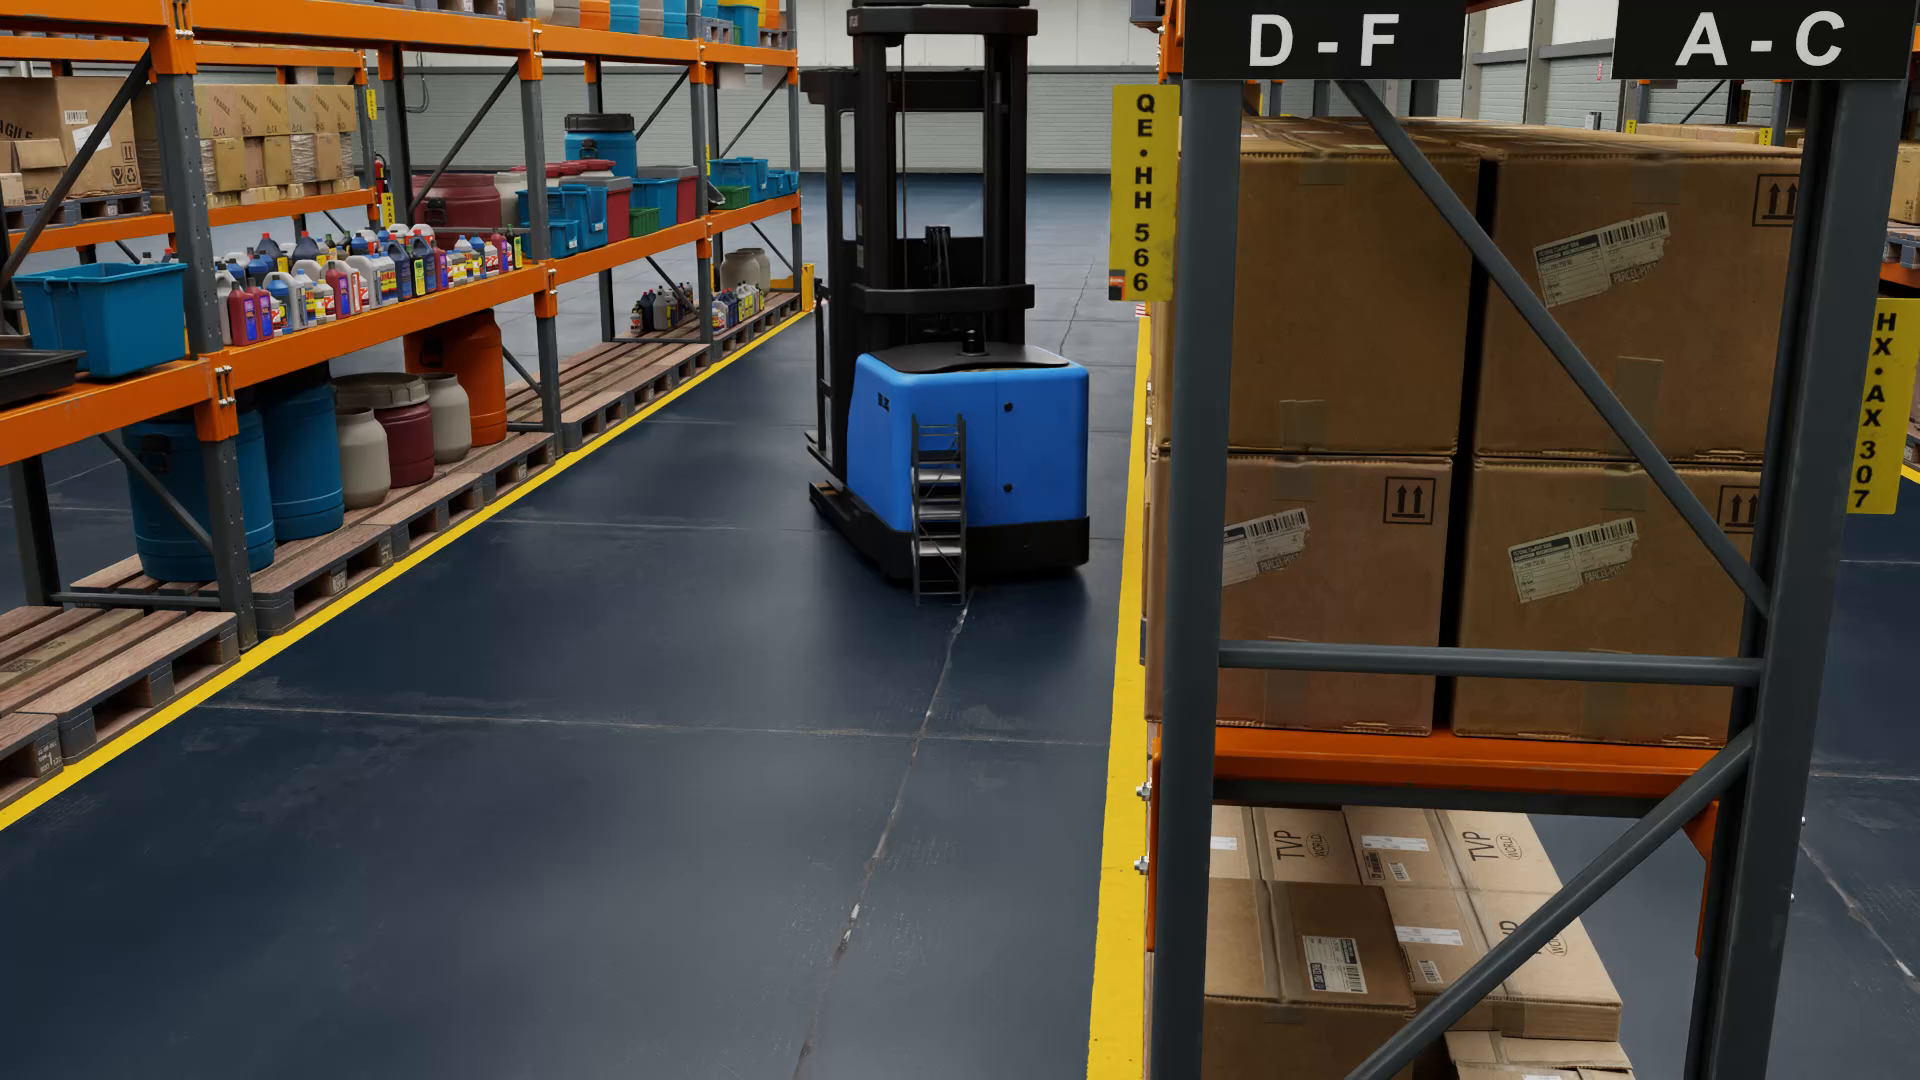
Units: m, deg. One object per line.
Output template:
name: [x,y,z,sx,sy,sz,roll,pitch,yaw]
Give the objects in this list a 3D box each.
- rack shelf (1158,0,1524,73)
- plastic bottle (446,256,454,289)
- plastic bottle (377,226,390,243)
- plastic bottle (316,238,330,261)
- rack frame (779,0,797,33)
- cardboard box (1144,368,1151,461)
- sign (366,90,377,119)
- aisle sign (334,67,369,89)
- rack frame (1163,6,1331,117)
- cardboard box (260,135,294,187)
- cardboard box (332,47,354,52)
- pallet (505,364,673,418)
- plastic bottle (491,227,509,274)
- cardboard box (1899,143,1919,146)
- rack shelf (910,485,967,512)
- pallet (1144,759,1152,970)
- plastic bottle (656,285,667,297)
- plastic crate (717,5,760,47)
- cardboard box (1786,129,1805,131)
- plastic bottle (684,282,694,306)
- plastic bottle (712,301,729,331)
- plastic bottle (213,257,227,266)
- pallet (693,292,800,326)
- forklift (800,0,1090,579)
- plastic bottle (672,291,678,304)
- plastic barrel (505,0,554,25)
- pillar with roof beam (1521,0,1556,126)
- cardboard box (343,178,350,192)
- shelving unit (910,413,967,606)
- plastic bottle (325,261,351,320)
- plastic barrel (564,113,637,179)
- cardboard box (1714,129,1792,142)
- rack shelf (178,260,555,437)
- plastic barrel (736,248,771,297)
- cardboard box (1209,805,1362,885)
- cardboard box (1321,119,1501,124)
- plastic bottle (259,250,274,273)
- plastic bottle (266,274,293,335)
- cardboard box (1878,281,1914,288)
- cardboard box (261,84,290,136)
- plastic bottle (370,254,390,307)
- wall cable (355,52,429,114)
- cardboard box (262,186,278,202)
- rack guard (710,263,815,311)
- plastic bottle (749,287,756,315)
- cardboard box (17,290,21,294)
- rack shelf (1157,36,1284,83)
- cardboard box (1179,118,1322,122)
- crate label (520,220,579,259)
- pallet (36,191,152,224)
rack shelf: [1.056,-1.416,4.282,1.077,0.370,4.000,2,15,6]
plastic bottle: [-2.944,-1.539,9.486,0.097,0.201,0.097,0,15,0]
plastic bottle: [-3.598,-1.824,10.407,0.097,0.271,0.097,0,15,0]
plastic bottle: [-3.692,-1.609,9.614,0.097,0.271,0.097,0,15,0]
rack frame: [-2.285,-6.989,17.768,1.000,3.000,0.127,2,15,6]
cardboard box: [1.398,-0.767,10.198,0.500,0.500,0.500,2,15,9]
sign: [-6.658,-4.929,18.819,0.100,0.325,0.005,2,15,6]
aisle sign: [-6.902,-5.501,18.778,0.394,0.787,0.004,2,15,6]
rack frame: [1.733,-1.871,10.335,1.000,3.000,0.127,2,15,6]
cardboard box: [-7.401,-3.898,17.069,0.875,0.500,0.500,2,15,6]
cardboard box: [-7.009,-5.482,18.229,0.500,0.250,0.500,2,15,8]
pallet: [-2.922,-1.187,13.148,1.003,0.211,1.213,2,15,6]
plastic bottle: [-2.836,-1.784,10.237,0.061,0.283,0.133,2,15,6]
cardboard box: [6.902,-2.577,11.910,0.700,0.500,0.500,4,16,14]
rack shelf: [-0.104,-0.200,7.961,0.258,0.077,0.200,-1,15,-5]
pallet: [1.068,1.008,5.030,1.003,0.211,1.213,2,15,6]
plastic bottle: [-2.892,-2.298,16.146,0.144,0.351,0.185,2,15,6]
plastic crate: [-2.201,-5.030,16.300,0.392,0.384,0.575,2,15,6]
cardboard box: [7.430,-3.313,14.478,0.500,0.500,0.500,2,15,6]
plastic bottle: [-2.800,-2.527,17.145,0.097,0.271,0.097,0,15,0]
plastic bottle: [-2.256,-2.107,15.584,0.152,0.276,0.135,2,15,8]
plastic bottle: [-3.803,-1.293,8.434,0.152,0.276,0.135,2,15,6]
pallet: [-2.344,-2.515,18.059,1.003,0.211,1.213,2,15,6]
forklift: [-0.257,-1.563,9.327,1.130,2.935,3.031,-5,16,-16]
plastic bottle: [-2.788,-2.269,16.168,0.061,0.283,0.133,2,15,6]
plastic barrel: [-2.849,-3.591,10.736,0.421,0.512,0.421,0,15,0]
pillar with roof beam: [5.415,-9.729,27.902,9.100,9.000,0.400,2,15,6]
cardboard box: [-7.063,-3.973,18.588,0.380,0.149,0.250,2,15,6]
shelving unit: [-0.104,-0.145,7.976,0.258,0.900,0.210,-1,15,-5]
plastic bottle: [-3.074,-1.237,8.214,0.061,0.283,0.133,2,15,6]
plastic barrel: [-3.081,-3.206,14.312,0.600,0.901,0.708,2,15,6]
cardboard box: [6.904,-3.324,14.521,0.500,0.500,0.500,2,15,6]
rack shelf: [-3.414,-1.152,9.054,1.077,0.370,4.000,2,15,6]
plastic barrel: [-2.284,-2.922,18.182,0.421,0.512,0.421,0,15,0]
cardboard box: [0.784,0.925,4.419,0.500,0.250,0.500,2,15,6]
cardboard box: [1.427,-1.093,5.350,0.500,0.500,0.500,1,15,5]
plastic bottle: [-3.715,-1.414,8.893,0.097,0.271,0.097,0,15,0]
plastic bottle: [-3.153,-1.091,7.697,0.097,0.271,0.097,0,15,0]
cardboard box: [6.994,-1.825,12.676,0.500,0.250,0.500,1,15,5]
cardboard box: [-7.197,-4.374,16.916,0.500,0.500,0.500,2,15,6]
plastic bottle: [-3.038,-1.357,8.679,0.097,0.271,0.097,0,15,0]
wall cable: [-17.928,-14.425,51.217,3.097,2.526,0.112,2,15,6]
cardboard box: [-7.179,-3.516,16.901,0.380,0.149,0.250,2,15,6]
rack guard: [-2.247,-2.865,18.800,1.175,0.500,0.348,2,15,6]
plastic bottle: [-2.128,-2.401,16.668,0.152,0.276,0.135,1,15,5]
cardboard box: [-7.821,-1.925,14.481,0.700,0.500,0.500,2,15,6]
rack shelf: [1.959,-3.490,11.956,1.077,0.370,4.000,2,15,6]
cardboard box: [0.891,-1.117,5.438,0.500,0.500,0.500,1,15,5]
crate label: [-2.768,-2.035,11.263,0.303,0.233,0.416,2,15,6]
pallet: [-7.889,-2.915,14.562,1.003,0.211,1.213,2,15,6]
